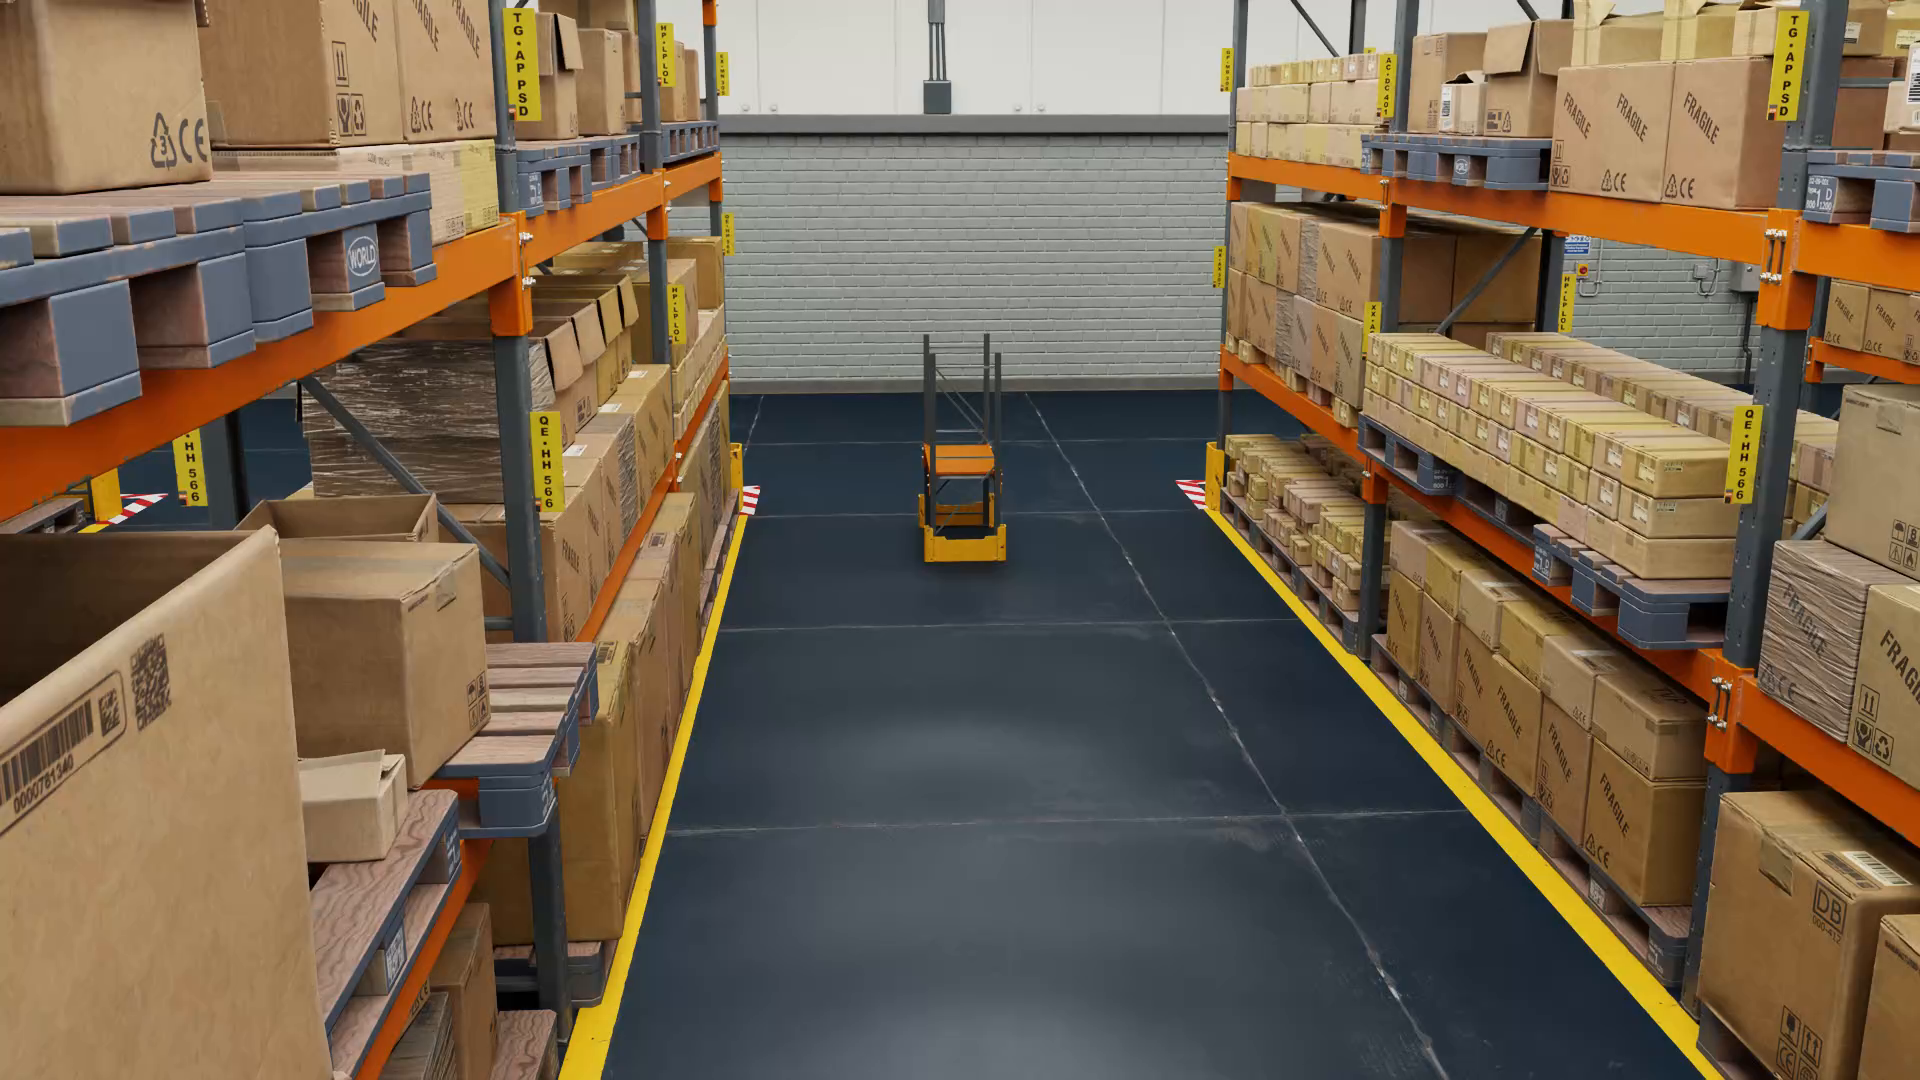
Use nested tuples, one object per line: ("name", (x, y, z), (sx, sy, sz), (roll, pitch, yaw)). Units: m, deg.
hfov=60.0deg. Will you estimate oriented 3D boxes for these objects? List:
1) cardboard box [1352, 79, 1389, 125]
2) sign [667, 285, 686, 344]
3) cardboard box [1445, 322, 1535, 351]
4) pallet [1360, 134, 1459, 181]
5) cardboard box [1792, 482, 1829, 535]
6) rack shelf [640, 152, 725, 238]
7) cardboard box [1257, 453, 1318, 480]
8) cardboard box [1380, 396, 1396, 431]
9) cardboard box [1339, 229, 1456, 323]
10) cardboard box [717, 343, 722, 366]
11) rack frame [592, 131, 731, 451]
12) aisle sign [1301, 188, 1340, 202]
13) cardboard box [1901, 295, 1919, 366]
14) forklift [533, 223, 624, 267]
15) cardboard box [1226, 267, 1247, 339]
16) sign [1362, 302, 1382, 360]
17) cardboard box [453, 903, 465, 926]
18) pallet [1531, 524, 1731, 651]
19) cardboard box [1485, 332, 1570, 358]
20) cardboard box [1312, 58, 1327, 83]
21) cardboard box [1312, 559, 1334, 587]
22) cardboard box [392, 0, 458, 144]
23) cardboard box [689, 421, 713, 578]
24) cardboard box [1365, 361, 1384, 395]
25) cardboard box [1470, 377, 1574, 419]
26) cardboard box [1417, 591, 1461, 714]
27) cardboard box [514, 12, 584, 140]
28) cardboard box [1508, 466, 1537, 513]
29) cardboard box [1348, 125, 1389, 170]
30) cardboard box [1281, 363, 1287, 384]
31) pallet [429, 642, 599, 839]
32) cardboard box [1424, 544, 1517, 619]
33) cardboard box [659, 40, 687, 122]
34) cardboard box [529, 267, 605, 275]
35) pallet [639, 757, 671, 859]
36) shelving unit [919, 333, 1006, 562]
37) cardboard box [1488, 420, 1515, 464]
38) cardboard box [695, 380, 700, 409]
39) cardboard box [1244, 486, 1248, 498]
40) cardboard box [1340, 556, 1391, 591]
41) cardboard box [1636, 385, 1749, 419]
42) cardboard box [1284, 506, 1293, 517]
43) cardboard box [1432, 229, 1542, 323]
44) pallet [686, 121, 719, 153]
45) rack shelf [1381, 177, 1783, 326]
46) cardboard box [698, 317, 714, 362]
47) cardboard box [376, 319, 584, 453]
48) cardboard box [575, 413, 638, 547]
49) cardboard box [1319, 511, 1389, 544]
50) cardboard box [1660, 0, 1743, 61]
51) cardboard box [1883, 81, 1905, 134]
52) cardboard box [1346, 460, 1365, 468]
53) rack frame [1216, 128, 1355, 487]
("cardboard box", (2.568, -2.494, 9.476), (0.500, 0.250, 0.500), (-2, 15, -6))
("sign", (-1.566, -1.242, 9.170), (0.100, 0.325, 0.005), (-1, 14, -3))
("cardboard box", (3.071, -1.080, 9.907), (0.500, 0.500, 0.500), (-1, 14, -4))
("pallet", (2.782, -1.967, 8.509), (1.213, 0.211, 1.003), (-1, 14, -3))
("cardboard box", (3.268, -0.115, 6.017), (0.380, 0.149, 0.250), (0, 14, -1))
("rack shelf", (-2.230, -2.311, 10.912), (1.077, 0.370, 4.000), (-1, 14, -3))
("cardboard box", (2.419, -0.539, 12.286), (0.380, 0.149, 0.250), (-2, 15, -6))
("cardboard box", (2.438, -0.668, 8.766), (0.380, 0.149, 0.250), (-1, 14, -3))
("cardboard box", (2.551, -1.550, 9.727), (0.500, 0.500, 0.500), (-1, 14, -5))
("cardboard box", (-1.971, -1.371, 12.341), (0.380, 0.149, 0.250), (-1, 14, -3))
("rack frame", (-2.354, -1.704, 13.129), (1.000, 3.000, 0.127), (-1, 14, -3))
("aisle sign", (2.897, -3.037, 13.094), (0.394, 0.787, 0.004), (-1, 14, -3))
("cardboard box", (7.352, -1.529, 12.250), (0.500, 0.500, 0.500), (-1, 14, -4))
("forklift", (-3.711, -2.002, 14.427), (3.031, 2.935, 1.130), (-12, 19, -40))
("cardboard box", (2.354, -1.832, 12.829), (0.500, 0.500, 0.500), (0, 14, -1))
("sign", (2.309, -1.170, 9.315), (0.100, 0.325, 0.005), (-1, 14, -3))
("cardboard box", (-1.787, 1.086, 4.914), (0.500, 0.250, 0.500), (0, 14, -1))
("pallet", (2.947, 0.152, 6.303), (1.213, 0.211, 1.003), (-1, 14, -3))
("cardboard box", (3.070, -1.034, 8.991), (0.380, 0.149, 0.250), (0, 14, -1))
("cardboard box", (2.452, -2.971, 10.530), (0.380, 0.149, 0.250), (-1, 14, -4))
("cardboard box", (2.472, 0.194, 10.632), (0.380, 0.149, 0.250), (-1, 14, -5))
("cardboard box", (-1.537, -1.215, 4.007), (0.500, 0.500, 0.500), (-1, 14, -4))
("cardboard box", (-2.123, -0.273, 10.988), (0.875, 0.875, 0.875), (-1, 14, -3))
("cardboard box", (2.415, -0.881, 8.996), (0.380, 0.149, 0.250), (-1, 14, -3))
("cardboard box", (2.517, -0.637, 7.449), (0.380, 0.149, 0.250), (0, 14, -2))
("cardboard box", (2.666, 0.566, 8.480), (0.500, 0.500, 0.500), (0, 14, -1))
("cardboard box", (-2.007, -1.928, 6.931), (0.797, 0.503, 0.637), (-1, 14, -4))
("cardboard box", (2.549, -0.218, 7.014), (0.380, 0.149, 0.250), (-2, 15, -6))
("cardboard box", (2.550, -2.259, 9.566), (0.500, 0.250, 0.500), (-1, 14, -2))
("cardboard box", (2.443, -1.161, 11.523), (0.380, 0.149, 0.250), (0, 14, -1))
("pallet", (-1.708, 0.554, 4.738), (1.213, 0.211, 1.003), (-1, 14, -3))
("cardboard box", (2.668, 0.204, 8.384), (0.500, 0.250, 0.500), (0, 14, -2))
("cardboard box", (-2.135, -2.922, 10.598), (0.700, 0.500, 0.500), (0, 14, -1))
("cardboard box", (-2.429, -1.379, 10.064), (0.500, 0.500, 0.500), (-1, 14, -3))
("pallet", (-1.905, 1.136, 7.687), (1.003, 0.211, 1.213), (-1, 14, -3))
("shelving unit", (0.005, -0.707, 12.266), (0.587, 1.500, 1.083), (-1, 14, -3))
("cardboard box", (2.531, -0.428, 7.235), (0.380, 0.149, 0.250), (-1, 14, -2))
("cardboard box", (-1.860, -0.926, 10.610), (0.380, 0.149, 0.250), (-1, 14, -4))
("cardboard box", (2.413, -0.379, 12.858), (0.380, 0.149, 0.250), (-1, 14, -4))
("cardboard box", (2.513, 0.199, 10.014), (0.380, 0.149, 0.250), (-1, 14, -2))
("cardboard box", (3.180, -0.580, 7.230), (0.380, 0.149, 0.250), (0, 14, -2))
("cardboard box", (2.520, -0.263, 11.809), (0.380, 0.149, 0.250), (0, 14, -1))
("cardboard box", (3.065, -1.553, 9.739), (0.500, 0.500, 0.500), (-1, 14, -2))
("pallet", (-2.298, -2.929, 12.050), (1.003, 0.211, 1.213), (-1, 14, -3))
("rack shelf", (2.974, -1.367, 7.245), (1.077, 0.370, 4.000), (-1, 14, -3))
("cardboard box", (-1.997, -1.406, 11.676), (0.500, 0.250, 0.500), (-1, 14, -5))
("cardboard box", (-1.926, -0.593, 6.597), (0.797, 0.503, 0.637), (-1, 14, -2))
("cardboard box", (-1.716, -0.268, 7.347), (0.500, 0.500, 0.500), (-1, 14, -3))
("cardboard box", (2.490, -0.081, 10.504), (0.380, 0.149, 0.250), (-1, 14, -4))
("cardboard box", (2.767, -1.862, 5.985), (0.396, 0.266, 0.258), (-1, 14, -3))
("cardboard box", (2.959, -1.263, 4.857), (0.380, 0.149, 0.250), (-1, 15, -6))
("cardboard box", (3.014, -0.481, 12.062), (0.380, 0.149, 0.250), (0, 14, -1))
("rack frame", (2.602, -1.755, 13.329), (1.000, 3.000, 0.127), (-1, 14, -3))
